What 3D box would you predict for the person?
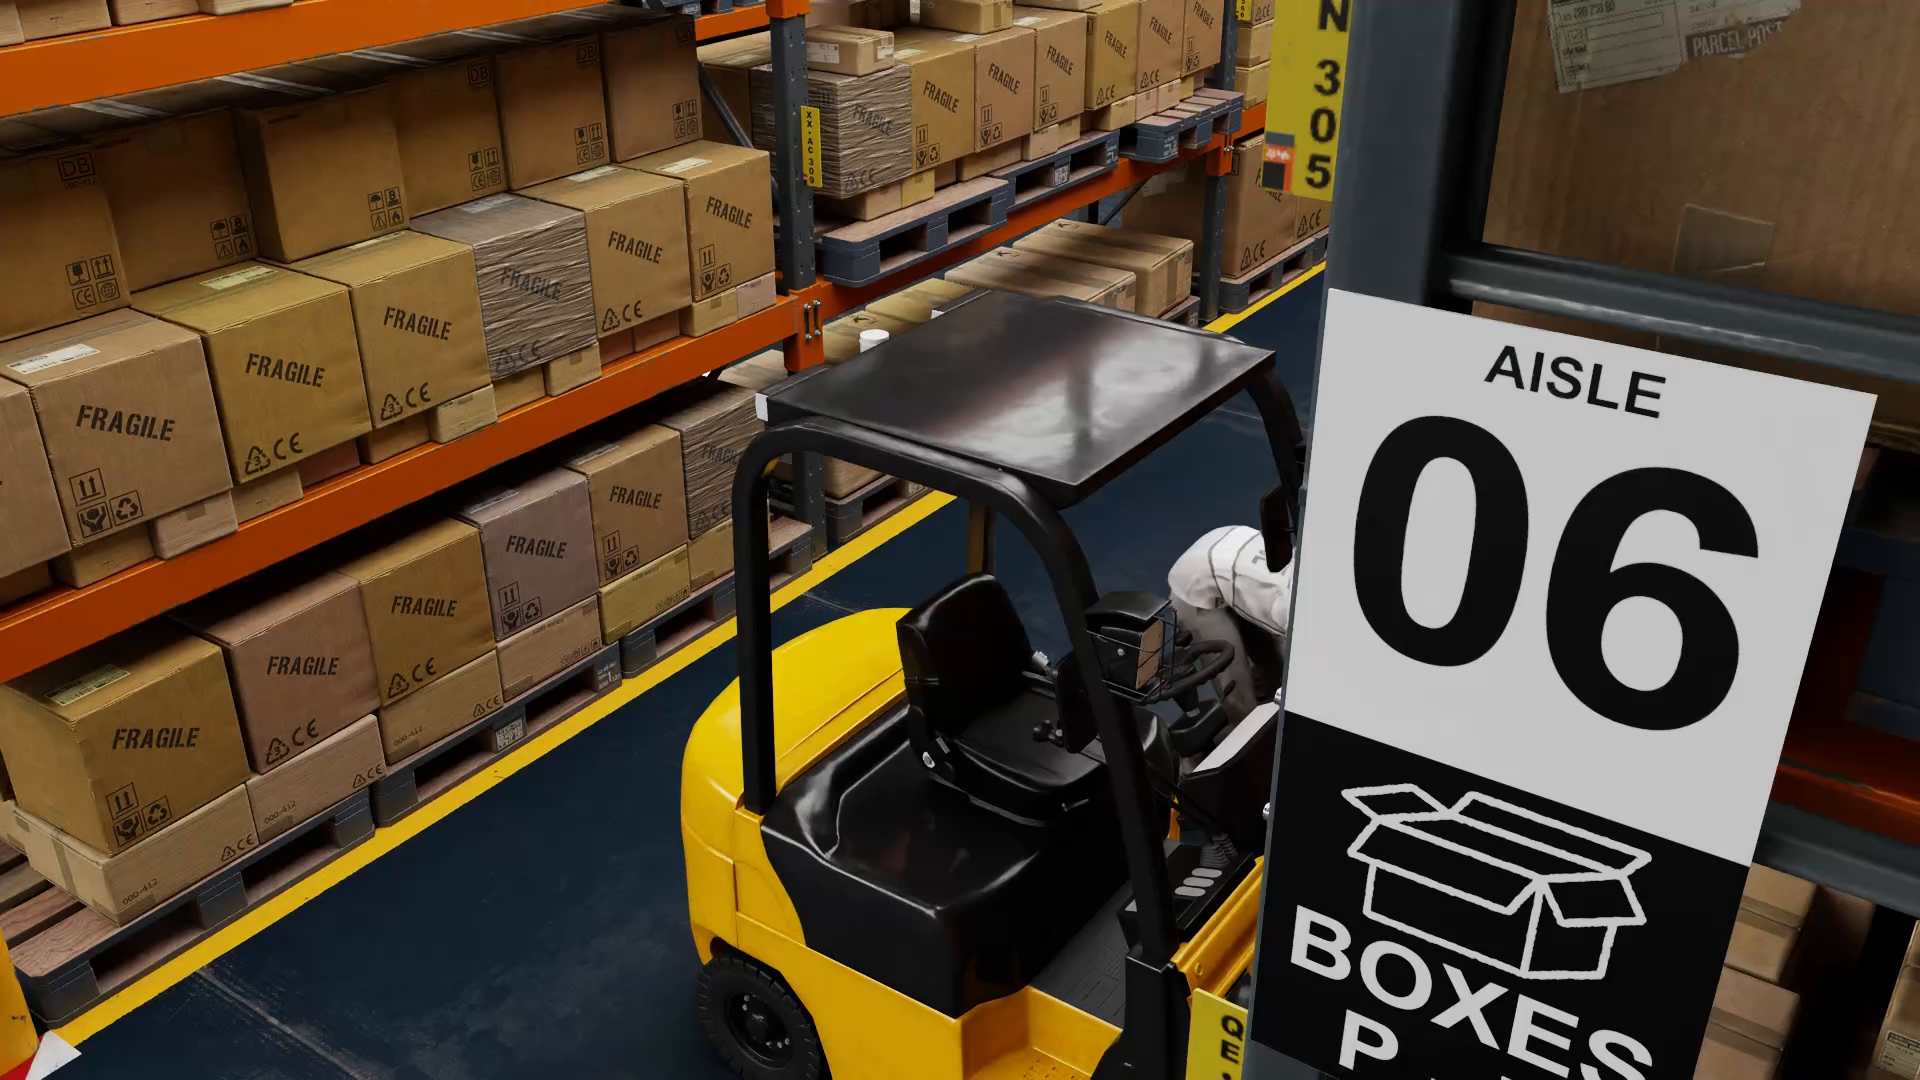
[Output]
[{"bbox_3d":[1.162,0.499,5.843,0.924,1.030,0.424,16,31,28],"label":"person"}]
